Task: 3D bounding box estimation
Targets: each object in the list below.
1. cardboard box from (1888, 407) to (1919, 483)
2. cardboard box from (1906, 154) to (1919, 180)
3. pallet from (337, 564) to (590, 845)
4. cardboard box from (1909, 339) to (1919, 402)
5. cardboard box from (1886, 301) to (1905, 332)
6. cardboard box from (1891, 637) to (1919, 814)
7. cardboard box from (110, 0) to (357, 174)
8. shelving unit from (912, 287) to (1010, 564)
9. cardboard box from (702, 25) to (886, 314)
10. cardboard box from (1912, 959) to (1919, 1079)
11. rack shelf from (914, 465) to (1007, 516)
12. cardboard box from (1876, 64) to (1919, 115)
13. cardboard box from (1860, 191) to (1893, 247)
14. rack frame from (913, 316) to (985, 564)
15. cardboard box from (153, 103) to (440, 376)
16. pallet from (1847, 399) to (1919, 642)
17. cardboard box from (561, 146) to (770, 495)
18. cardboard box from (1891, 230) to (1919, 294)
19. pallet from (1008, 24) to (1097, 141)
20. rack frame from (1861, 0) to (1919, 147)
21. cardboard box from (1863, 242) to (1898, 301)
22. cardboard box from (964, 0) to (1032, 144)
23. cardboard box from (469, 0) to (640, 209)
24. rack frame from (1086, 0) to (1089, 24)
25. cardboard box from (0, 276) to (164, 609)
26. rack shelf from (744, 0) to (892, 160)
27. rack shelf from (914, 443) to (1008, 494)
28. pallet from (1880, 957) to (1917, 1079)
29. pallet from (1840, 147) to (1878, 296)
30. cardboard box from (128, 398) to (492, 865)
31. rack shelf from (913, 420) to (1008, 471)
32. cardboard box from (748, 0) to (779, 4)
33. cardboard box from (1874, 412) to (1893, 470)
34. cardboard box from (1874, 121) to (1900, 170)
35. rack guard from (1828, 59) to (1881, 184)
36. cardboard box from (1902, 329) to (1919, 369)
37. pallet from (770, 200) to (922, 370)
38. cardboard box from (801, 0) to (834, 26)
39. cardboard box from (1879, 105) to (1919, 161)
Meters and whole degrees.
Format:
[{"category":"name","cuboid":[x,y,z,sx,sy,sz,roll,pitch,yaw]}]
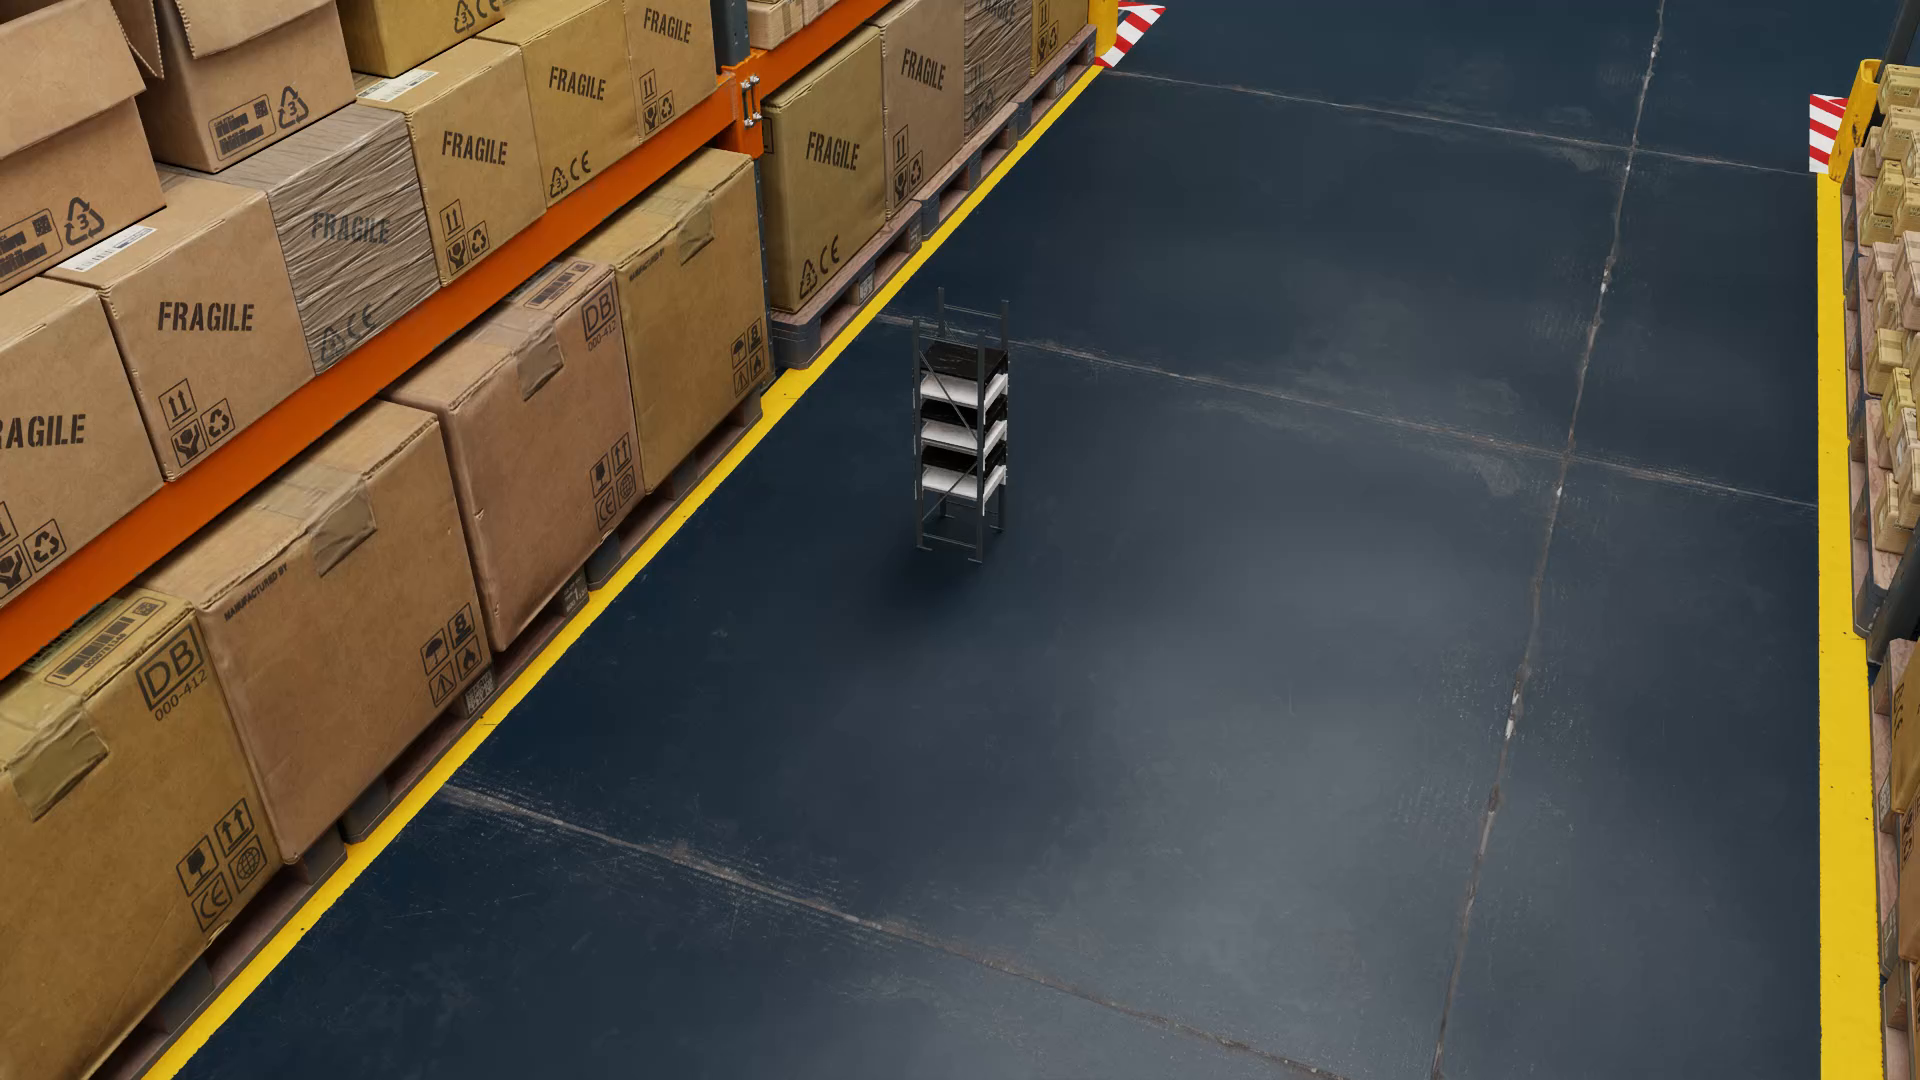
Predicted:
[{"category":"cardboard box","cuboid":[3.252,-0.275,5.395,0.380,0.149,0.250,12,38,16]},{"category":"cardboard box","cuboid":[4.003,-1.399,6.650,0.380,0.149,0.250,15,39,20]},{"category":"pallet","cuboid":[-1.901,0.323,5.141,1.003,0.211,1.213,14,39,18]},{"category":"cardboard box","cuboid":[3.378,-0.541,5.502,0.380,0.149,0.250,13,39,17]},{"category":"cardboard box","cuboid":[3.724,-0.753,6.283,0.380,0.149,0.250,15,39,19]},{"category":"cardboard box","cuboid":[2.808,0.452,4.378,0.500,0.500,0.500,15,39,19]},{"category":"cardboard box","cuboid":[-1.943,-1.277,4.032,0.797,0.503,0.637,15,39,19]},{"category":"shelving unit","cuboid":[0.003,-0.365,5.487,0.258,0.900,0.210,14,39,18]},{"category":"cardboard box","cuboid":[-0.889,-1.580,6.783,0.875,0.875,0.875,14,39,18]},{"category":"cardboard box","cuboid":[2.421,1.038,3.593,0.500,0.500,0.500,15,39,19]},{"category":"rack shelf","cuboid":[0.003,-0.194,5.614,0.258,0.077,0.200,14,39,18]},{"category":"cardboard box","cuboid":[4.343,-1.997,7.450,0.380,0.149,0.250,12,38,16]},{"category":"cardboard box","cuboid":[4.050,-1.335,7.061,0.380,0.149,0.250,14,39,18]},{"category":"rack frame","cuboid":[-0.036,-0.309,5.411,0.240,0.900,0.006,14,39,18]},{"category":"cardboard box","cuboid":[-1.722,-0.795,4.225,0.500,0.500,0.500,14,39,18]},{"category":"pallet","cuboid":[3.557,0.007,5.565,1.003,0.211,1.213,14,39,18]},{"category":"cardboard box","cuboid":[-1.439,-0.874,5.838,1.225,0.875,0.875,14,39,18]},{"category":"cardboard box","cuboid":[3.657,-0.990,6.103,0.380,0.149,0.250,13,39,16]},{"category":"pallet","cuboid":[0.076,-2.553,8.990,1.003,0.211,1.213,14,39,18]},{"category":"rack frame","cuboid":[4.856,-2.945,7.184,1.000,3.000,0.127,14,39,18]},{"category":"cardboard box","cuboid":[3.866,-1.054,6.685,0.380,0.149,0.250,12,38,16]},{"category":"cardboard box","cuboid":[-0.208,-2.571,8.109,0.875,0.875,0.875,14,39,18]},{"category":"cardboard box","cuboid":[-1.334,-1.363,4.984,0.500,0.500,0.500,15,39,19]},{"category":"rack frame","cuboid":[0.308,-4.131,8.771,1.000,3.000,0.127,14,39,18]},{"category":"cardboard box","cuboid":[-2.105,-0.235,3.475,0.500,0.500,0.500,13,39,17]},{"category":"rack shelf","cuboid":[-0.453,-2.735,7.505,1.077,0.370,4.000,14,39,18]},{"category":"rack shelf","cuboid":[0.003,-0.266,5.560,0.258,0.077,0.200,14,39,18]},{"category":"pallet","cuboid":[2.577,1.496,3.572,1.003,0.211,1.213,14,39,18]},{"category":"pallet","cuboid":[4.486,-1.344,7.372,1.003,0.211,1.213,14,39,18]},{"category":"cardboard box","cuboid":[-2.108,0.112,4.518,1.225,0.875,0.875,14,39,18]},{"category":"rack shelf","cuboid":[0.003,-0.338,5.507,0.258,0.077,0.200,14,39,18]},{"category":"cardboard box","cuboid":[-0.793,-2.176,6.032,0.500,0.250,0.500,13,39,17]},{"category":"cardboard box","cuboid":[3.386,-0.337,5.726,0.380,0.149,0.250,13,39,16]},{"category":"cardboard box","cuboid":[4.263,-1.720,7.328,0.380,0.149,0.250,14,39,18]},{"category":"rack guard","cuboid":[4.827,-1.902,7.876,1.175,0.500,0.348,14,39,18]},{"category":"cardboard box","cuboid":[3.602,-0.690,5.949,0.380,0.149,0.250,15,39,19]},{"category":"pallet","cuboid":[-0.852,-1.202,7.182,1.003,0.211,1.213,14,39,18]},{"category":"cardboard box","cuboid":[-0.694,-2.049,6.195,0.380,0.149,0.250,13,39,16]},{"category":"cardboard box","cuboid":[4.135,-1.706,7.061,0.380,0.149,0.250,14,39,18]}]
